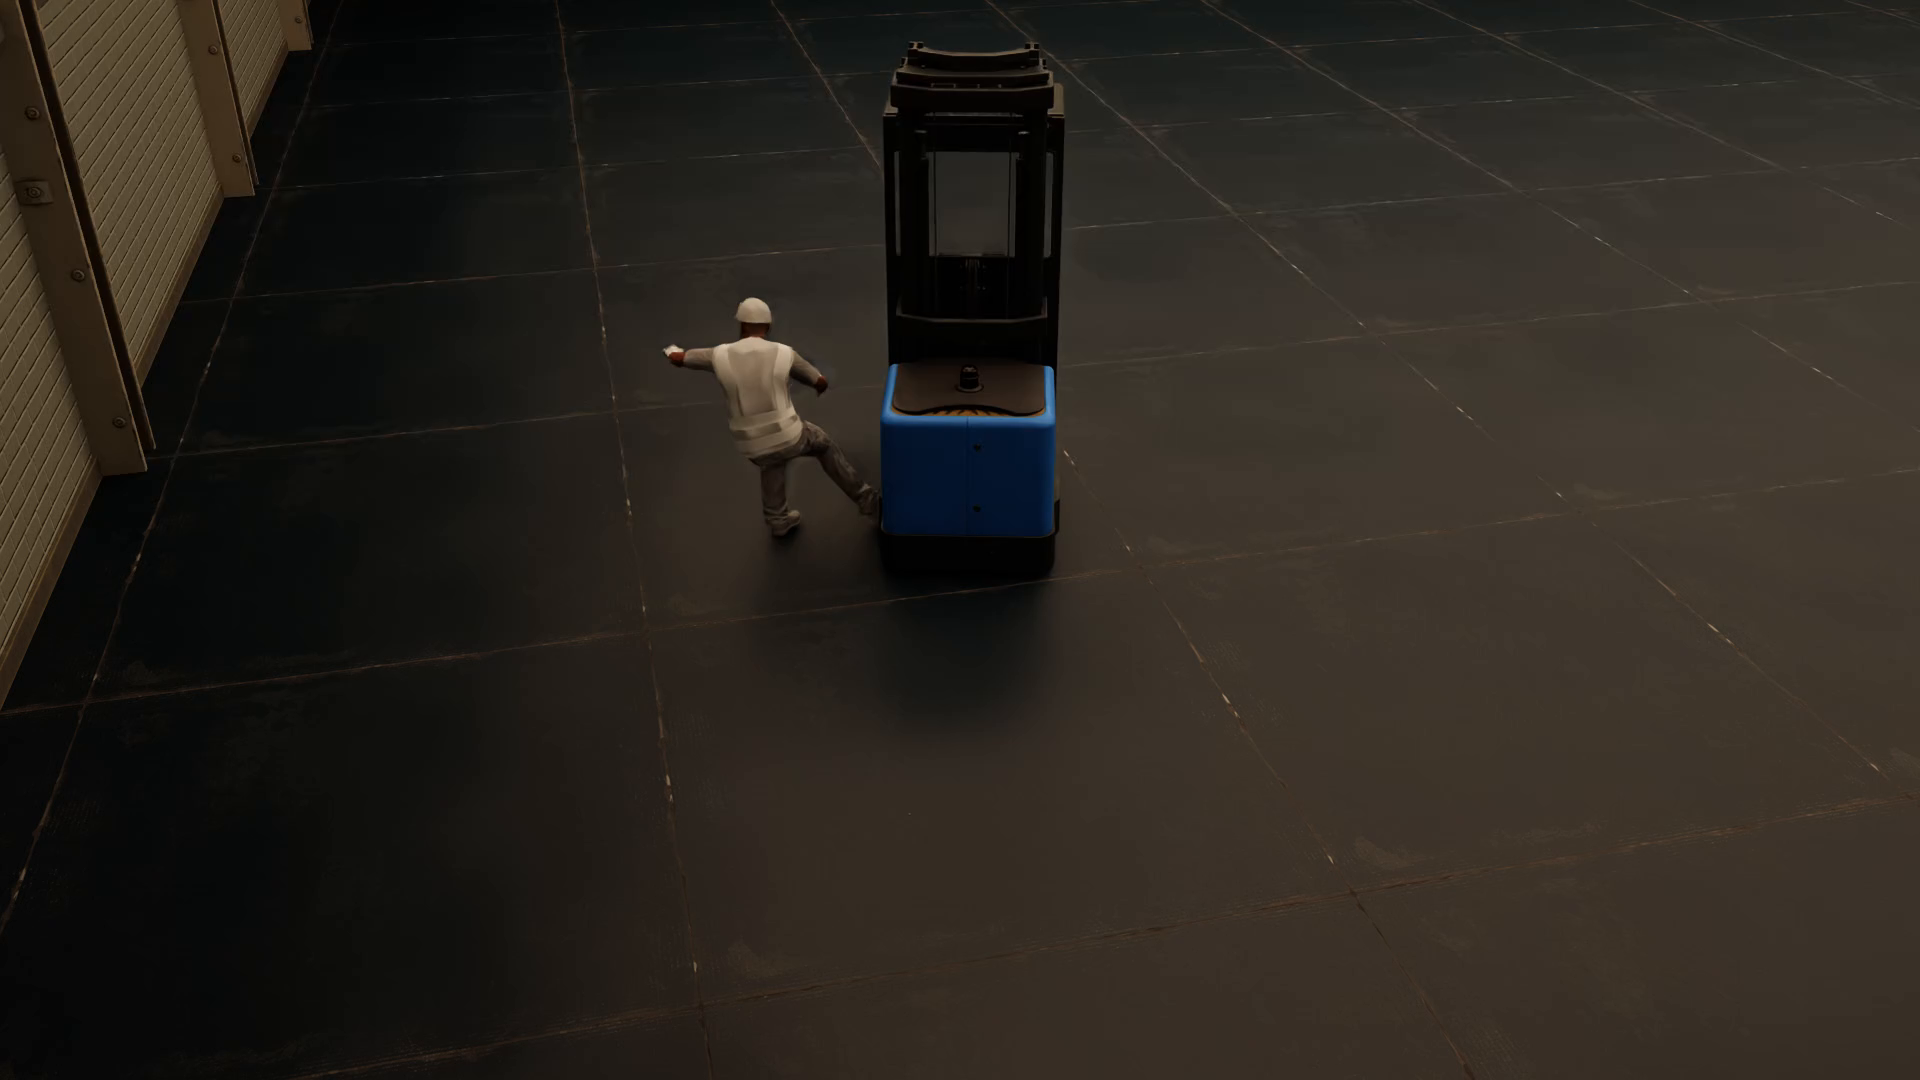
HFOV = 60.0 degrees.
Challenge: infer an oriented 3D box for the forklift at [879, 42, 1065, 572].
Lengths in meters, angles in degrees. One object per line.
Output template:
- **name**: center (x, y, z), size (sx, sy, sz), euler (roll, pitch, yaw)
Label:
- **forklift**: center (0.092, -1.777, 10.645), size (1.130, 2.935, 3.031), euler (1, 30, 2)

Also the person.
- **person**: center (-1.109, -0.808, 10.369), size (1.463, 1.480, 0.874), euler (-3, 30, -6)
